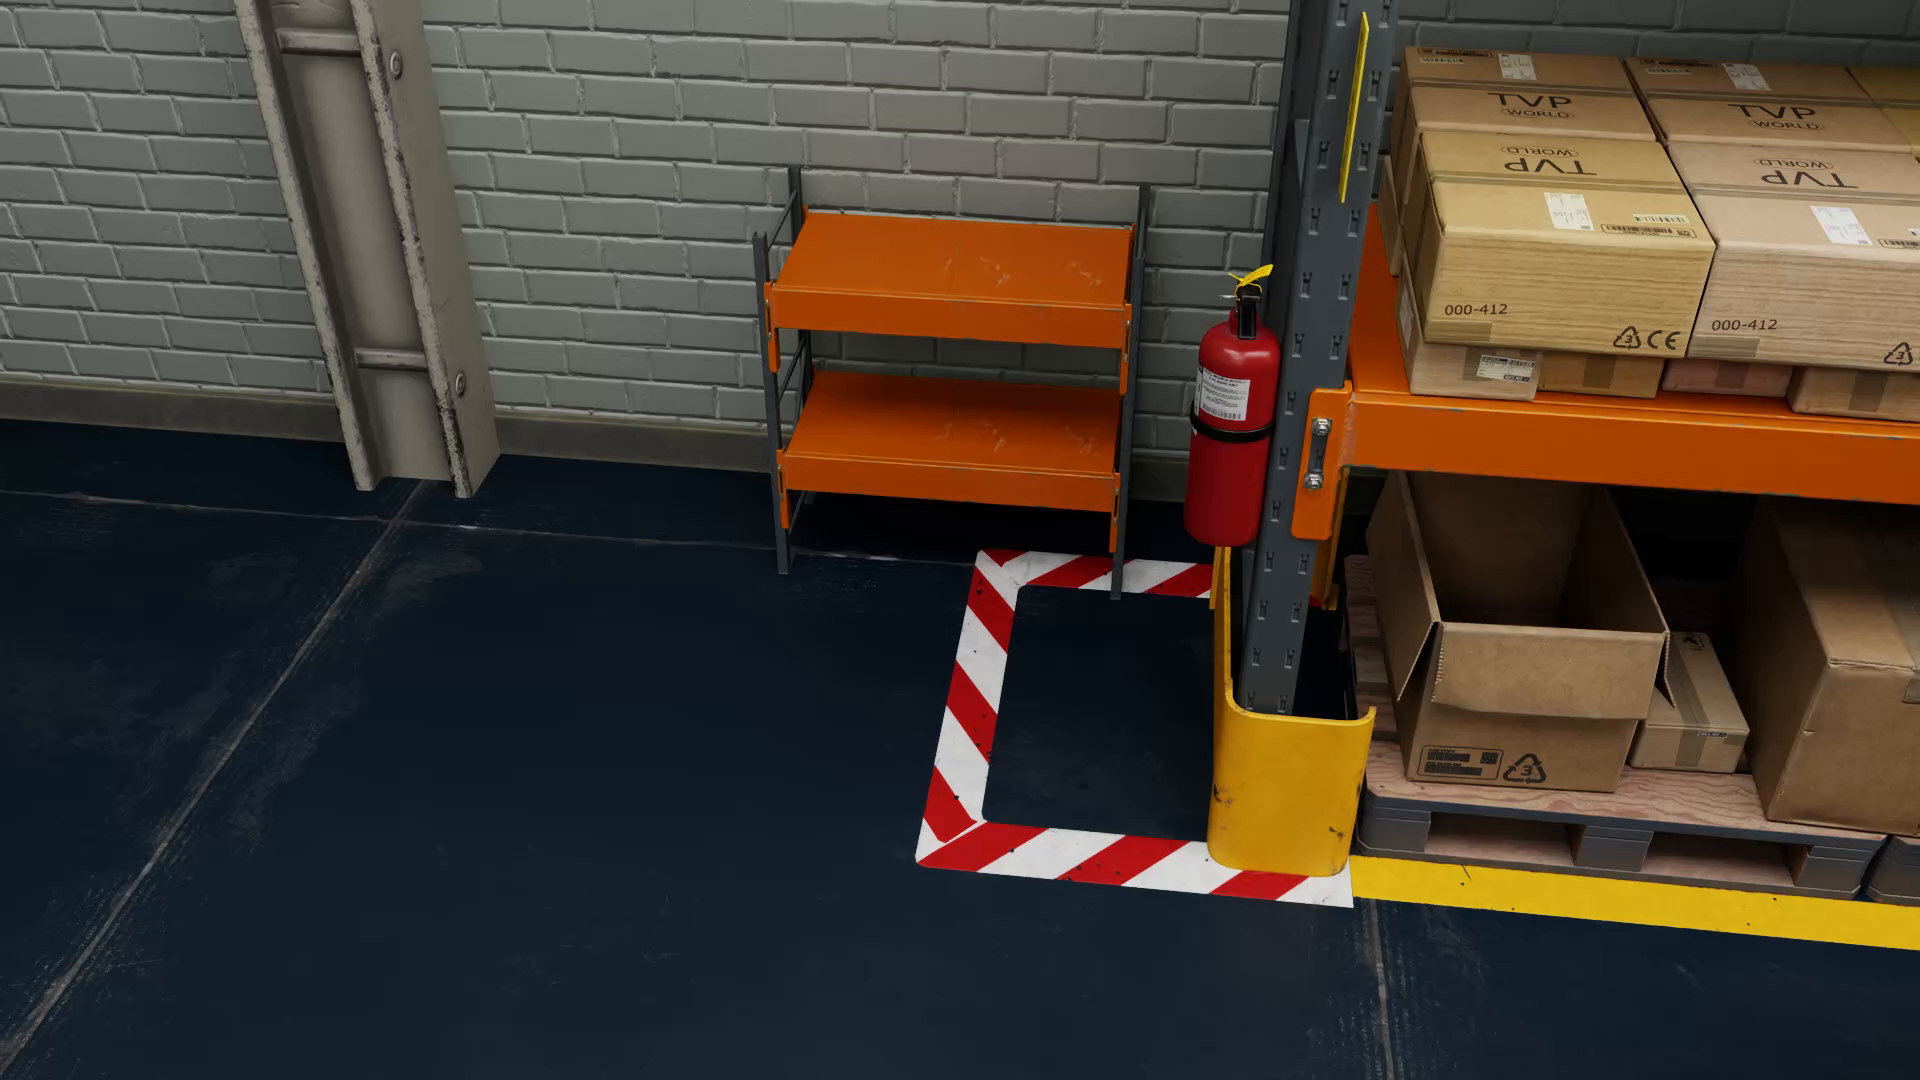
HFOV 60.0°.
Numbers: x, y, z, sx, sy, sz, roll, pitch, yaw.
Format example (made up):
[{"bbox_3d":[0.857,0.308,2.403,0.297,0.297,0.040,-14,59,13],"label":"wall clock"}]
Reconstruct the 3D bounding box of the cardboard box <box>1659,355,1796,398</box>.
[{"bbox_3d":[1.597,-0.466,3.537,0.250,0.149,0.380,4,36,5],"label":"cardboard box"}]

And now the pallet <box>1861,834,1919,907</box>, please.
[{"bbox_3d":[2.855,0.548,4.300,1.213,0.211,1.003,4,36,6],"label":"pallet"}]

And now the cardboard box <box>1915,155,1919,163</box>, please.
[{"bbox_3d":[2.201,-0.541,3.299,0.500,0.250,0.500,4,36,5],"label":"cardboard box"}]

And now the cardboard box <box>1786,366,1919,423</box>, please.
[{"bbox_3d":[1.840,-0.412,3.462,0.250,0.149,0.380,5,36,7],"label":"cardboard box"}]

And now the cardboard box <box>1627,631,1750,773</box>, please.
[{"bbox_3d":[1.793,0.401,4.199,0.250,0.149,0.380,3,36,4],"label":"cardboard box"}]

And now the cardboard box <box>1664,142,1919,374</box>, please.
[{"bbox_3d":[1.698,-0.577,3.349,0.500,0.250,0.500,5,36,6],"label":"cardboard box"}]

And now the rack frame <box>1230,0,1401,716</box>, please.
[{"bbox_3d":[0.782,-0.743,3.708,0.127,3.000,1.000,4,36,6],"label":"rack frame"}]

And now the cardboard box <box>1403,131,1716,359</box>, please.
[{"bbox_3d":[1.198,-0.614,3.401,0.500,0.250,0.500,4,36,6],"label":"cardboard box"}]

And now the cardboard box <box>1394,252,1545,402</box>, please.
[{"bbox_3d":[1.073,-0.458,3.526,0.250,0.149,0.380,4,36,6],"label":"cardboard box"}]

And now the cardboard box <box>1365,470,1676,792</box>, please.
[{"bbox_3d":[1.377,0.203,4.172,0.637,0.503,0.797,3,36,4],"label":"cardboard box"}]

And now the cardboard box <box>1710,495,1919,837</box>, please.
[{"bbox_3d":[2.220,0.290,4.052,0.500,0.500,0.700,6,36,8],"label":"cardboard box"}]

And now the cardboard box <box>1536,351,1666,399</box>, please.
[{"bbox_3d":[1.332,-0.466,3.537,0.250,0.149,0.380,5,36,7],"label":"cardboard box"}]

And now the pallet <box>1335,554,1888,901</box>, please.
[{"bbox_3d":[1.649,0.457,4.429,1.213,0.211,1.003,4,36,6],"label":"pallet"}]

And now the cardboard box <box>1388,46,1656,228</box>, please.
[{"bbox_3d":[1.272,-0.921,3.832,0.500,0.250,0.500,5,36,7],"label":"cardboard box"}]

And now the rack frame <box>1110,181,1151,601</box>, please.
[{"bbox_3d":[0.498,-0.421,4.871,0.032,1.125,0.500,4,36,6],"label":"rack frame"}]

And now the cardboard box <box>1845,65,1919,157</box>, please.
[{"bbox_3d":[2.274,-0.843,3.722,0.500,0.250,0.500,5,36,7],"label":"cardboard box"}]

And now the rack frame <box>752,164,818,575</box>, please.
[{"bbox_3d":[-0.511,-0.494,4.975,0.032,1.125,0.500,4,36,6],"label":"rack frame"}]

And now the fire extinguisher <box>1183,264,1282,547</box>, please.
[{"bbox_3d":[0.578,-0.304,3.481,0.183,0.674,0.296,4,36,6],"label":"fire extinguisher"}]

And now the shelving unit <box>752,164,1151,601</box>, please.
[{"bbox_3d":[-0.006,-0.458,4.923,1.048,1.125,0.538,4,36,6],"label":"shelving unit"}]

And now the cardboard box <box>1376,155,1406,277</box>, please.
[{"bbox_3d":[1.145,-0.770,3.964,0.250,0.149,0.380,4,36,5],"label":"cardboard box"}]

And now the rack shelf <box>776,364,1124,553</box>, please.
[{"bbox_3d":[-0.006,-0.259,5.065,1.000,0.278,0.538,4,36,6],"label":"rack shelf"}]

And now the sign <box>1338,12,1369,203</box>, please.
[{"bbox_3d":[0.713,-0.782,3.019,0.005,0.325,0.100,4,36,6],"label":"sign"}]

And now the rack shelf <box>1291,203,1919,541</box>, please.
[{"bbox_3d":[2.766,-0.302,3.710,4.000,0.370,1.077,4,36,6],"label":"rack shelf"}]

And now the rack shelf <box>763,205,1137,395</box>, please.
[{"bbox_3d":[-0.006,-0.696,4.753,1.000,0.278,0.538,4,36,6],"label":"rack shelf"}]

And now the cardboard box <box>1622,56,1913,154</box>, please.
[{"bbox_3d":[1.784,-0.883,3.778,0.500,0.250,0.500,4,36,6],"label":"cardboard box"}]

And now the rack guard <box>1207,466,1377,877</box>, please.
[{"bbox_3d":[0.858,0.281,4.427,0.348,0.500,1.175,4,36,6],"label":"rack guard"}]
